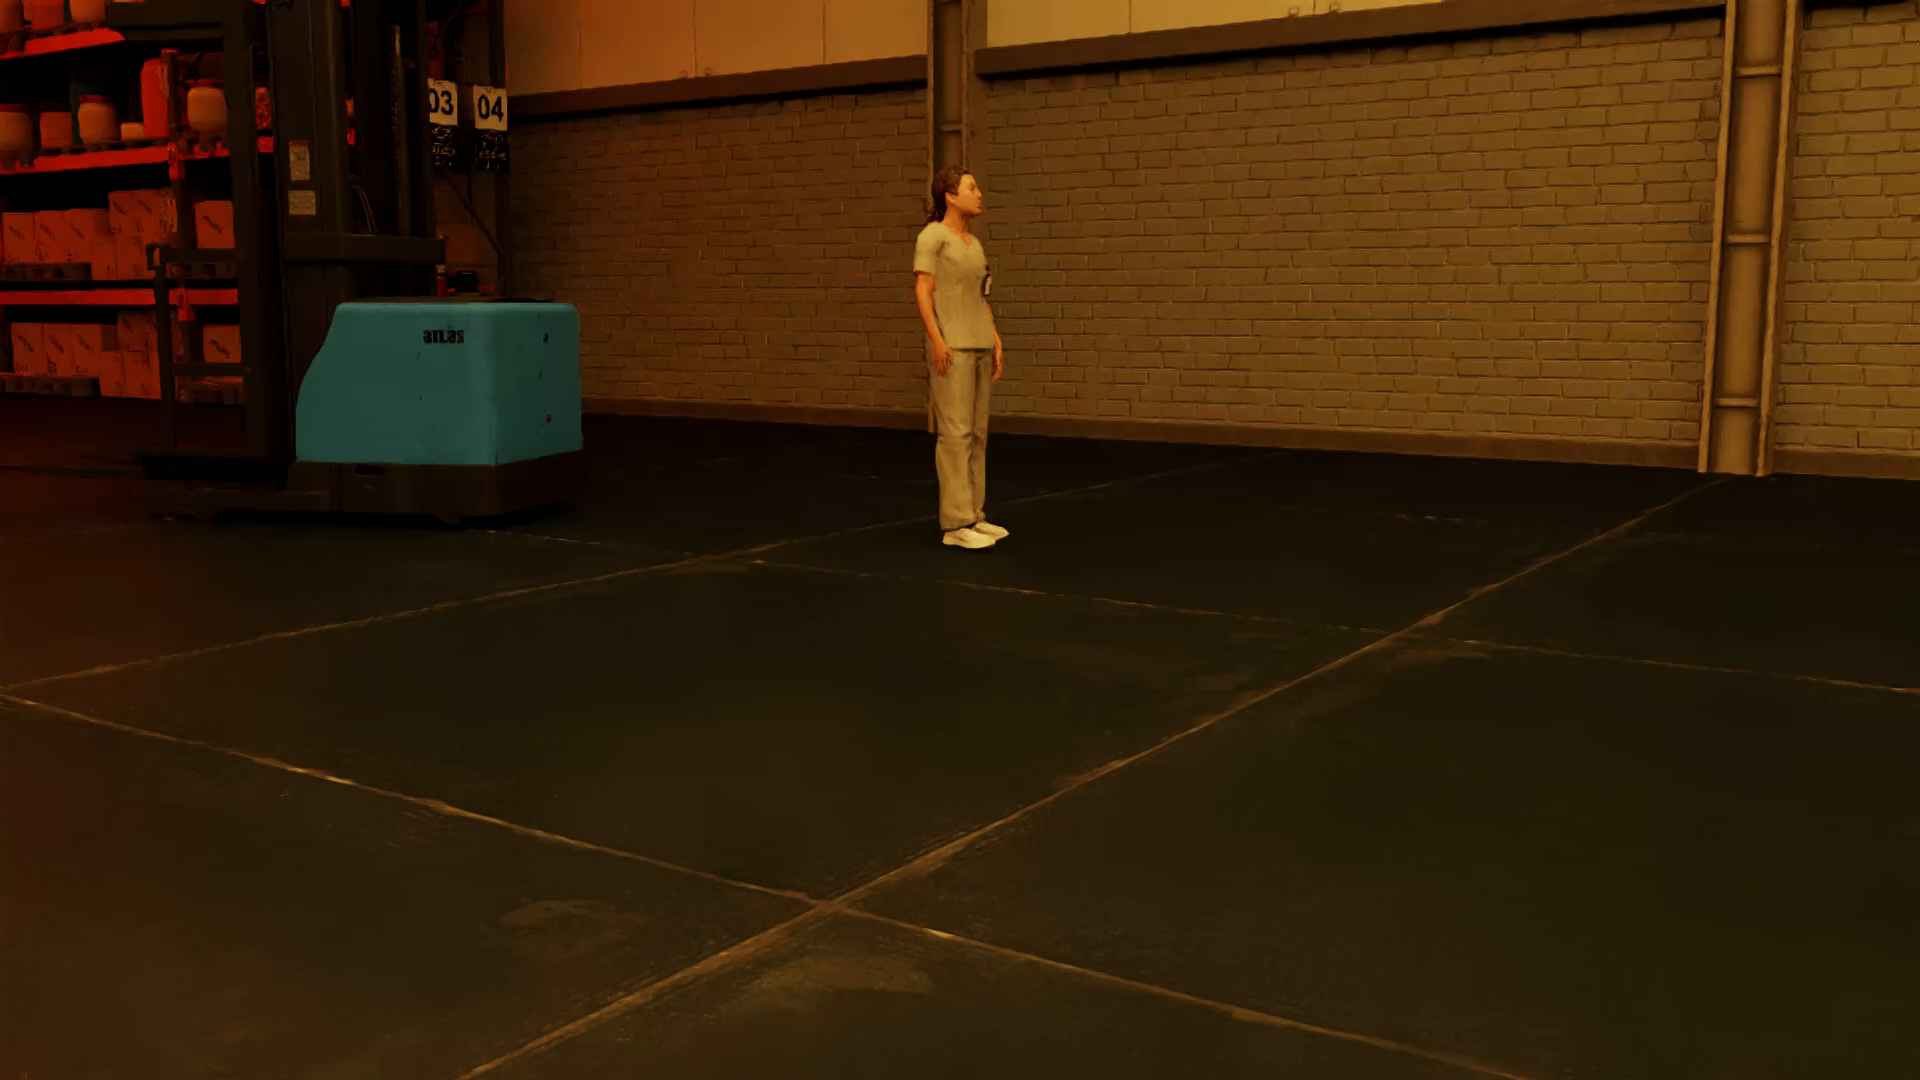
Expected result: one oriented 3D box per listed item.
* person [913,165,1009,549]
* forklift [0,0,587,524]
[{"bbox_3d":[0.054,-0.829,7.433,0.548,1.674,0.550,5,10,34],"label":"person"},{"bbox_3d":[-3.548,-1.613,8.536,3.031,2.935,1.130,2,8,14],"label":"forklift"}]
